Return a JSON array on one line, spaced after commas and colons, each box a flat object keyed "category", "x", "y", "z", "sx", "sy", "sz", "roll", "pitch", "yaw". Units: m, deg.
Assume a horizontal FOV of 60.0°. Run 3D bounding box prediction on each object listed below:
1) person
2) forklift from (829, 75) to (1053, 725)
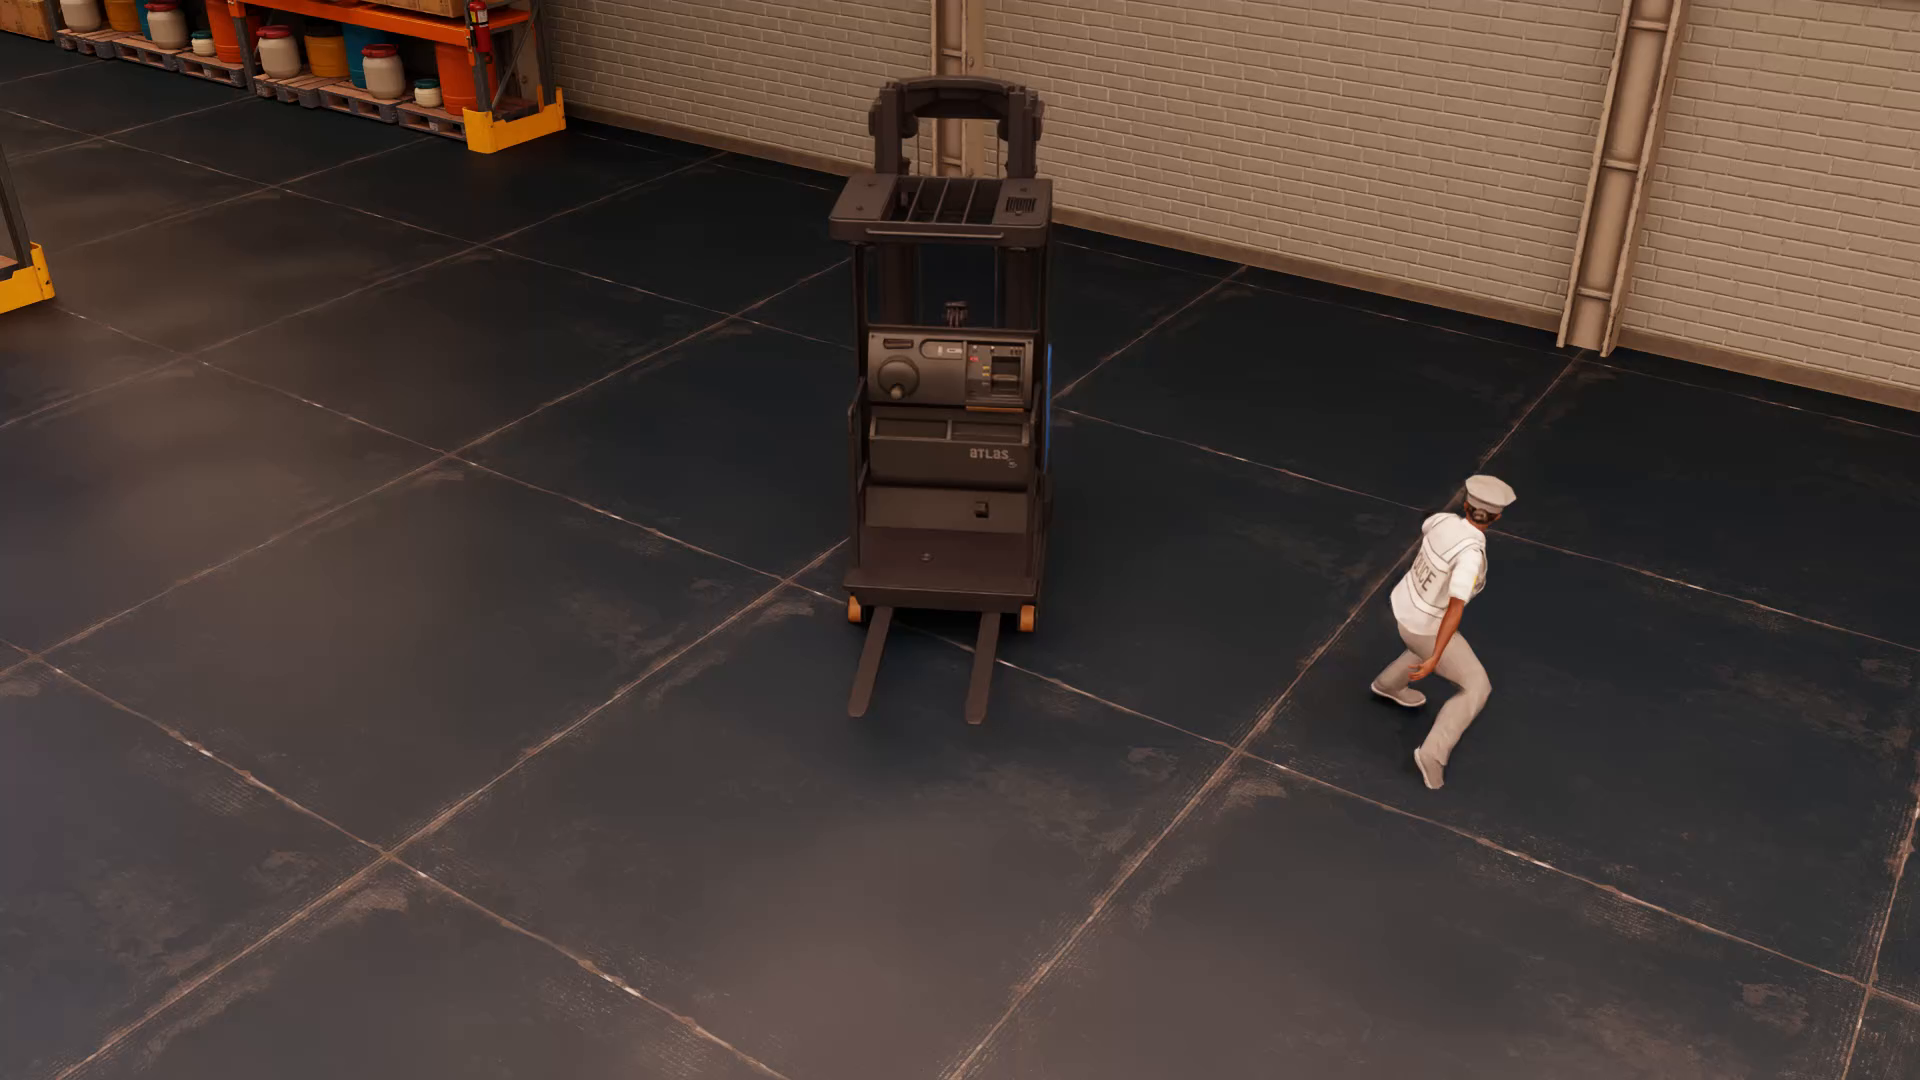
[{"category": "person", "x": 2.422, "y": 0.448, "z": 8.330, "sx": 0.540, "sy": 1.587, "sz": 0.956, "roll": 1, "pitch": 30, "yaw": 2}, {"category": "forklift", "x": -0.074, "y": -0.913, "z": 9.153, "sx": 1.130, "sy": 2.935, "sz": 3.031, "roll": 3, "pitch": 30, "yaw": 5}]
